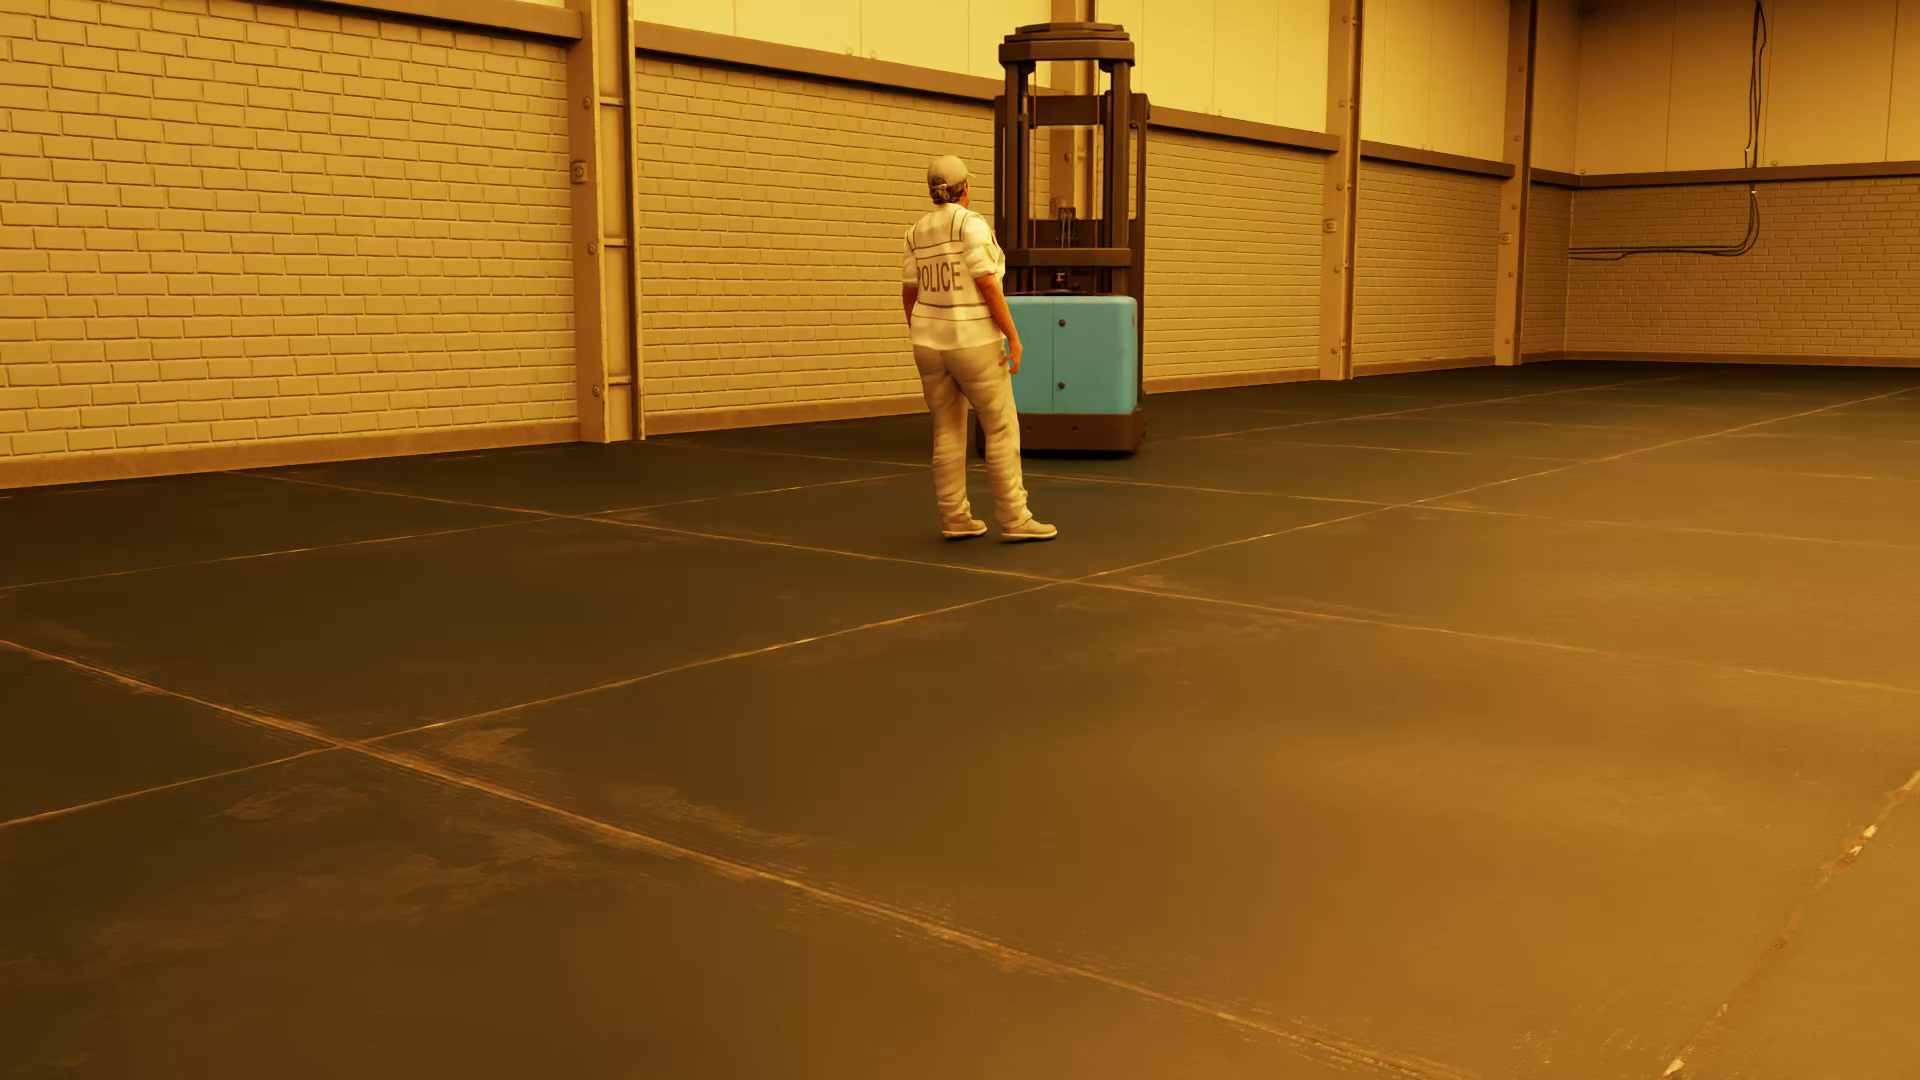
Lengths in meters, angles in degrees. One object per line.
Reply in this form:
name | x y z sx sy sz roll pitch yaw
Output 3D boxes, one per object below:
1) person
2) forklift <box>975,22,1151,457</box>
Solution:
person | 0.066 -0.838 7.328 0.598 1.670 0.529 7 11 38
forklift | 0.826 -2.191 12.250 1.130 2.935 3.031 1 8 8
